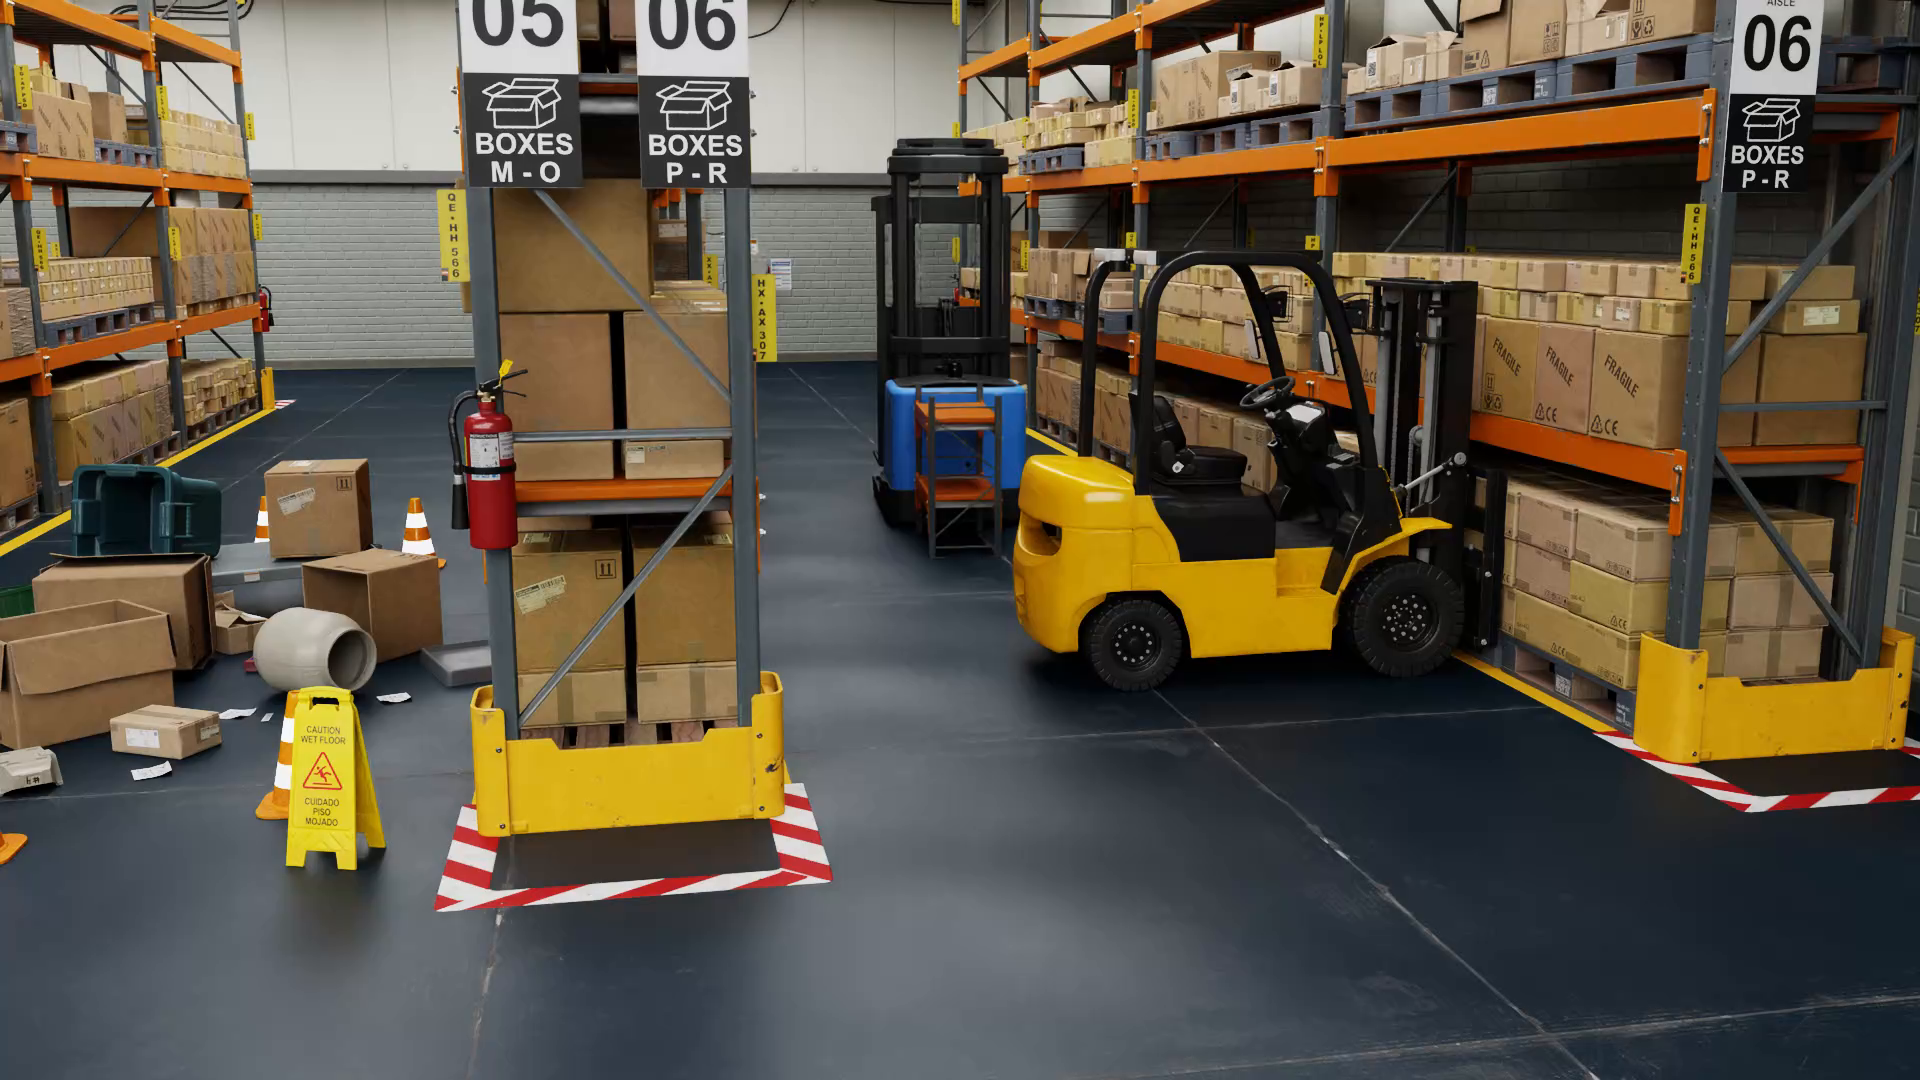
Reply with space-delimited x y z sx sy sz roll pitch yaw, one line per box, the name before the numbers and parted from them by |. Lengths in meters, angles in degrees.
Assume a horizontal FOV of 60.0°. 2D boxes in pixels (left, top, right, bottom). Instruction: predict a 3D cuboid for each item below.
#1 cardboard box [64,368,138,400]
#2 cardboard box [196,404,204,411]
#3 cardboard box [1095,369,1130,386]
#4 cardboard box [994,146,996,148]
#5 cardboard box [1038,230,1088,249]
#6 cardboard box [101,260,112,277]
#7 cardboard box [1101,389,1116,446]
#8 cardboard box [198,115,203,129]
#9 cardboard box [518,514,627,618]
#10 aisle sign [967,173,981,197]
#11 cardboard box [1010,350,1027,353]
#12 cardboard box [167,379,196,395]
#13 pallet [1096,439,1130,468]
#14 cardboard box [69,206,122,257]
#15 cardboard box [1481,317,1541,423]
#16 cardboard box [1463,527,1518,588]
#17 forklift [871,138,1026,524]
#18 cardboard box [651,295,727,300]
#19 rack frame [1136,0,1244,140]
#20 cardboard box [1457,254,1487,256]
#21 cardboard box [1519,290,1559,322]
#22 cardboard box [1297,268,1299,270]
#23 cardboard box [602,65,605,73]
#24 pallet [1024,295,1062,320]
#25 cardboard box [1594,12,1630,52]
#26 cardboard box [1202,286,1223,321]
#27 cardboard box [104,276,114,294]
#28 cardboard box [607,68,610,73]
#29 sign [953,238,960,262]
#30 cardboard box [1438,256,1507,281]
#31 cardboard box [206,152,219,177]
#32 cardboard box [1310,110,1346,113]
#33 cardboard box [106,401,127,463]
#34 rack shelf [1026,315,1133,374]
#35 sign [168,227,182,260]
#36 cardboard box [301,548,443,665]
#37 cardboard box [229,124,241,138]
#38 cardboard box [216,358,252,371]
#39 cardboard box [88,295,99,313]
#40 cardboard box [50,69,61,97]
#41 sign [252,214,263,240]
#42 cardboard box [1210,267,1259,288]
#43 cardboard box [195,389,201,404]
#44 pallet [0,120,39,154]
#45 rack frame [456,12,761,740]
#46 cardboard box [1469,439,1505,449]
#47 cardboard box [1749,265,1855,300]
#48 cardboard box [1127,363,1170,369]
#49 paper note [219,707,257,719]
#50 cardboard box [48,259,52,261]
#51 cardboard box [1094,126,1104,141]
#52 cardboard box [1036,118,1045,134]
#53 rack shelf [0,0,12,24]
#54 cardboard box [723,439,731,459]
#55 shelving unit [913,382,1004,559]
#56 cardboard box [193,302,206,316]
cardboard box | -7.845 -1.417 15.176 0.500 0.250 0.500 -3 11 -14
cardboard box | -8.348 -1.366 17.851 0.380 0.149 0.250 -2 11 -11
cardboard box | 1.549 -1.608 16.450 0.380 0.149 0.250 -2 11 -12
cardboard box | 0.633 -4.676 20.326 0.500 0.250 0.500 -2 11 -12
cardboard box | 1.234 -3.492 20.123 0.500 0.500 0.500 -2 11 -13
cardboard box | -7.919 -2.459 15.049 0.380 0.149 0.250 -3 11 -14
cardboard box | 1.660 -1.175 15.911 0.500 0.500 0.500 -2 11 -12
cardboard box | -8.533 -4.583 18.227 0.380 0.149 0.250 -2 11 -13
cardboard box | -1.788 0.156 7.578 0.500 0.500 0.500 -2 11 -9
aisle sign | 0.183 -4.781 22.342 0.394 0.787 0.004 -2 11 -11
cardboard box | 0.644 -2.106 20.802 0.500 0.500 0.500 -2 11 -10
cardboard box | -8.301 -1.610 17.545 0.380 0.149 0.250 -2 11 -8
pallet | 1.933 -0.803 15.854 1.003 0.211 1.213 -2 11 -11
cardboard box | -8.798 -3.152 16.996 0.500 0.500 0.500 -3 11 -13
cardboard box | 3.051 -0.887 8.568 0.500 0.500 0.500 -2 11 -12
cardboard box | 2.987 0.067 8.717 0.500 0.250 0.500 -2 11 -12
forklift | -0.160 -1.795 13.788 1.130 2.935 3.031 -1 11 -6
cardboard box | -1.296 -0.867 7.667 0.500 0.500 0.500 -2 11 -12
rack frame | 2.041 -4.982 14.305 1.000 3.000 0.127 -2 11 -11
cardboard box | 3.250 -1.672 10.162 0.380 0.149 0.250 -2 11 -12
cardboard box | 3.050 -1.178 8.360 0.380 0.149 0.250 -2 11 -13
cardboard box | 2.765 -1.977 12.560 0.380 0.149 0.250 -2 11 -11
cardboard box | -1.838 -2.204 7.337 0.500 0.250 0.500 -2 11 -9
pallet | 1.311 -2.524 17.948 1.003 0.211 1.213 -2 11 -11
cardboard box | 3.138 -2.314 7.592 0.380 0.149 0.250 -2 11 -13
cardboard box | 2.192 -1.835 12.881 0.500 0.250 0.500 -2 11 -10
cardboard box | -7.910 -2.311 15.067 0.380 0.149 0.250 -2 11 -11
cardboard box | -2.305 -2.828 10.289 0.500 0.250 0.500 -2 11 -12
sign | -0.048 -3.908 22.390 0.100 0.325 0.005 -2 11 -11
cardboard box | 2.918 -1.513 9.324 0.380 0.149 0.250 -2 11 -11
cardboard box | -8.559 -4.167 18.446 0.500 0.250 0.500 -2 11 -8
cardboard box | 2.680 -3.111 11.780 0.380 0.149 0.250 -2 11 -11
cardboard box | -7.756 -0.959 14.773 0.500 0.500 0.500 -2 11 -12
rack shelf | 1.652 -2.048 16.861 1.077 0.370 4.000 -2 11 -11
sign | -7.898 -2.979 16.727 0.100 0.325 0.005 -2 11 -11
cardboard box | -3.176 0.352 9.001 0.500 0.500 0.500 6 12 28
cardboard box | -8.866 -4.914 19.965 0.380 0.149 0.250 -2 11 -12
cardboard box | -8.868 -2.133 20.290 0.380 0.149 0.250 -2 11 -10
cardboard box | -7.812 -2.071 14.602 0.380 0.149 0.250 -2 11 -10
cardboard box | -7.660 -3.778 13.687 0.396 0.266 0.258 -2 11 -11
sign | -8.671 -3.863 20.529 0.100 0.325 0.005 -2 11 -11
cardboard box | 2.129 -2.003 12.695 0.380 0.149 0.250 -2 11 -13
cardboard box | -8.468 -1.555 18.051 0.380 0.149 0.250 -3 11 -14
pallet | -7.486 -2.920 11.998 1.213 0.211 1.003 -2 11 -8
rack frame | -1.272 -0.387 6.205 1.000 3.000 0.127 -2 11 -11
cardboard box | 3.217 -0.473 10.214 0.500 0.250 0.500 -2 11 -12
cardboard box | 3.741 -1.151 7.424 0.380 0.149 0.250 -2 11 -12
cardboard box | 1.930 -1.725 17.066 0.380 0.149 0.250 -3 11 -13
paper note | -3.426 0.815 7.862 0.148 0.019 0.142 2 11 9
cardboard box | -8.662 -2.531 15.431 0.380 0.149 0.250 -2 11 -12
cardboard box | 1.511 -3.924 16.103 0.380 0.149 0.250 -2 11 -9
cardboard box | 1.020 -4.355 17.520 0.380 0.149 0.250 -2 11 -12
rack shelf | -7.274 -3.686 10.488 1.077 0.370 4.000 -2 11 -11
cardboard box | -1.170 -0.430 7.108 0.380 0.149 0.250 -2 11 -13
shelving unit | -0.023 -0.522 11.928 0.538 1.125 1.048 -1 11 -6
cardboard box | -8.434 -2.520 18.085 0.380 0.149 0.250 -2 11 -10
